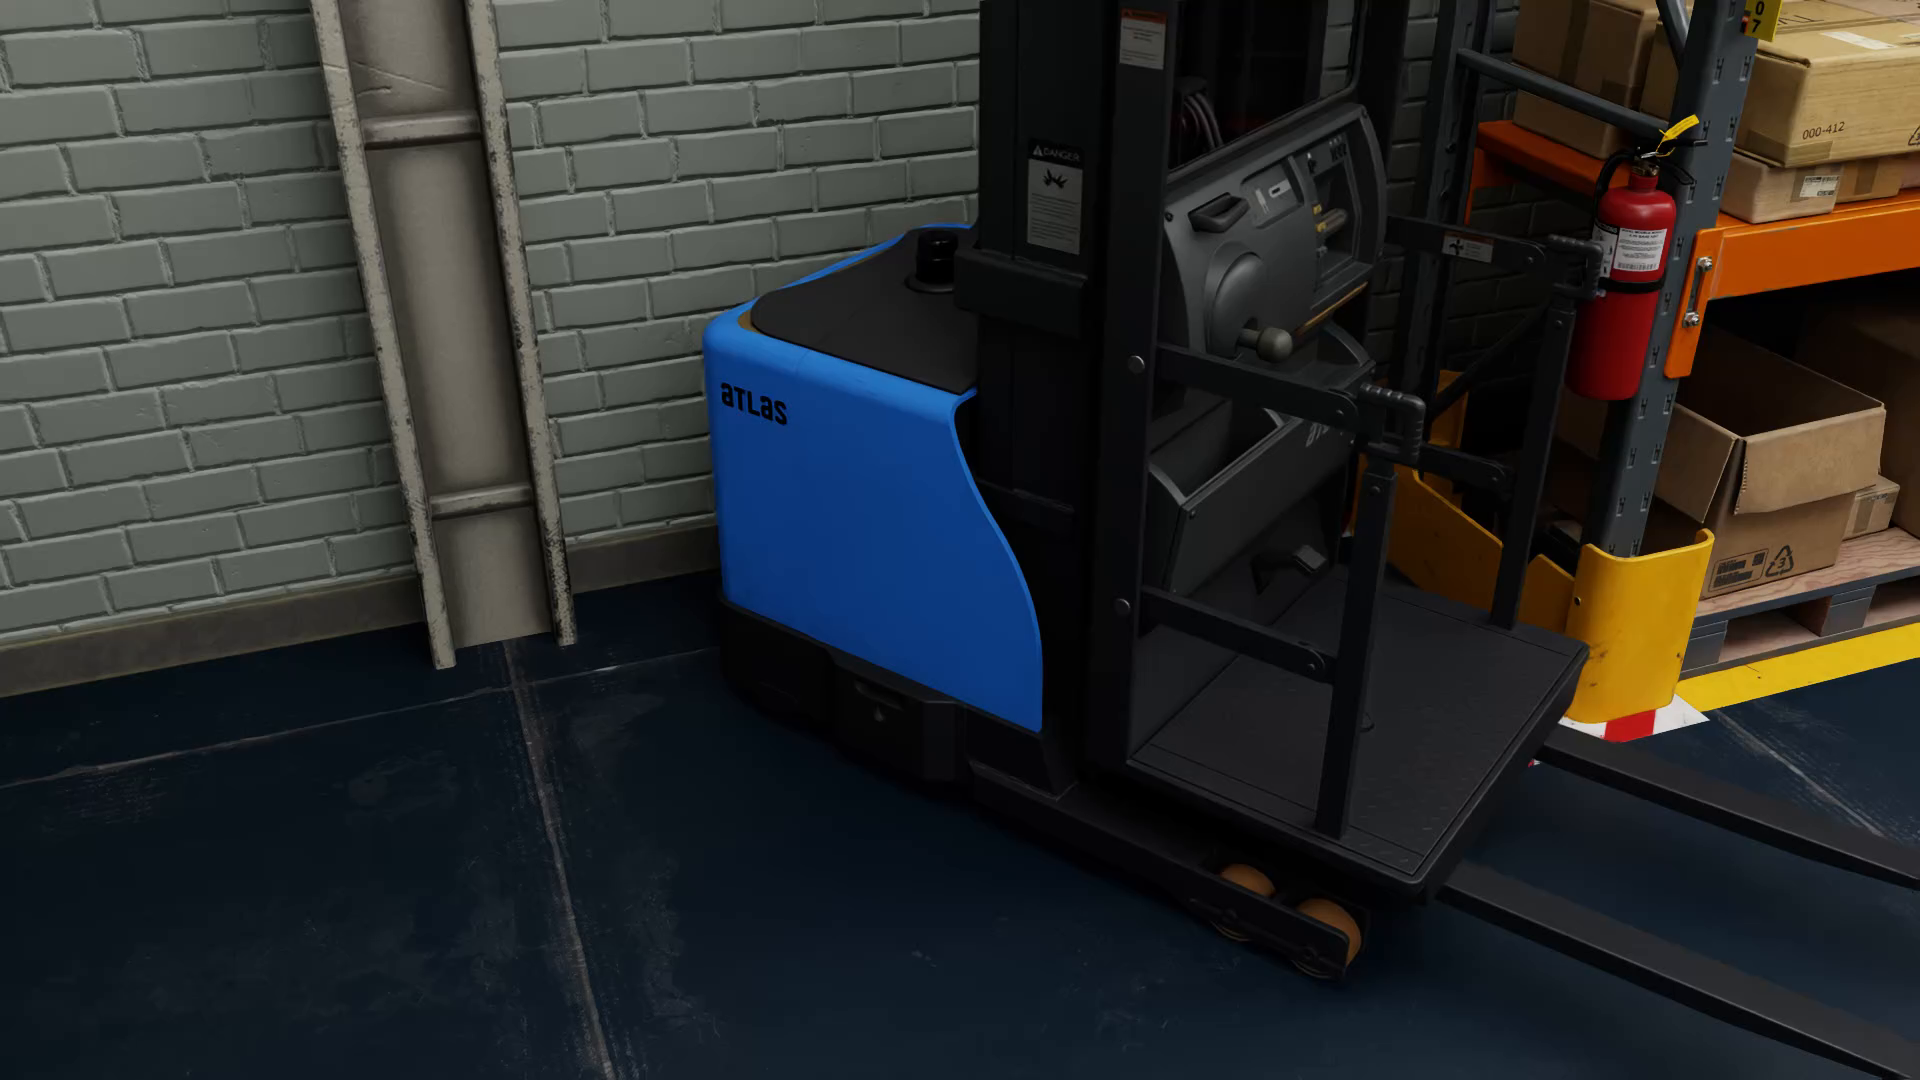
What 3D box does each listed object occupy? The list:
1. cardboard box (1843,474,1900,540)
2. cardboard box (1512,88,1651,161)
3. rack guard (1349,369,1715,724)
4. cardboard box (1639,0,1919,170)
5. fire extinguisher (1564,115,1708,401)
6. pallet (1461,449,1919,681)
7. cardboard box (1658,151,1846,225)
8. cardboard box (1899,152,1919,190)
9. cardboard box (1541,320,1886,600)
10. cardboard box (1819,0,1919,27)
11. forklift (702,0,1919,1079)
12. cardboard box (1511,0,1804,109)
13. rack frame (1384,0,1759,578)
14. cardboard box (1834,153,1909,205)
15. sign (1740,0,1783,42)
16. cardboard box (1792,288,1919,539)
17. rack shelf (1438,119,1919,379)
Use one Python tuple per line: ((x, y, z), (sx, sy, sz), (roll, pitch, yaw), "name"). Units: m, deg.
((2.534, -0.156, 4.949), (0.250, 0.149, 0.380), (-12, 32, -20), "cardboard box")
((1.733, -1.168, 4.523), (0.250, 0.149, 0.380), (-11, 31, -18), "cardboard box")
((1.587, -0.022, 4.784), (0.348, 0.500, 1.175), (-10, 31, -18), "rack guard")
((2.035, -1.113, 4.024), (0.500, 0.250, 0.500), (-10, 31, -17), "cardboard box")
((1.539, -0.660, 3.833), (0.183, 0.674, 0.296), (-10, 31, -18), "fire extinguisher")
((2.334, -0.035, 5.098), (1.213, 0.211, 1.003), (-10, 31, -18), "pallet")
((1.919, -0.916, 4.081), (0.250, 0.149, 0.380), (-11, 31, -18), "cardboard box")
((2.376, -1.042, 4.303), (0.250, 0.149, 0.380), (-11, 31, -18), "cardboard box")
((2.122, -0.255, 4.764), (0.637, 0.503, 0.797), (-12, 32, -20), "cardboard box")
((2.507, -1.200, 4.177), (0.500, 0.250, 0.500), (-10, 31, -17), "cardboard box")
((0.847, -0.628, 3.392), (3.031, 2.935, 1.130), (20, 35, 31), "forklift")
((1.854, -1.362, 4.461), (0.500, 0.250, 0.500), (-10, 31, -16), "cardboard box")
((1.516, -1.095, 4.142), (0.127, 3.000, 1.000), (-10, 31, -18), "rack frame")
((2.141, -0.981, 4.195), (0.250, 0.149, 0.380), (-10, 31, -16), "cardboard box")
((1.705, -1.220, 3.486), (0.005, 0.325, 0.100), (-10, 31, -18), "sign")
((2.937, -0.383, 4.993), (0.500, 0.500, 0.700), (-9, 31, -16), "cardboard box")
((3.390, -1.128, 4.926), (4.000, 0.370, 1.077), (-10, 31, -18), "rack shelf")
